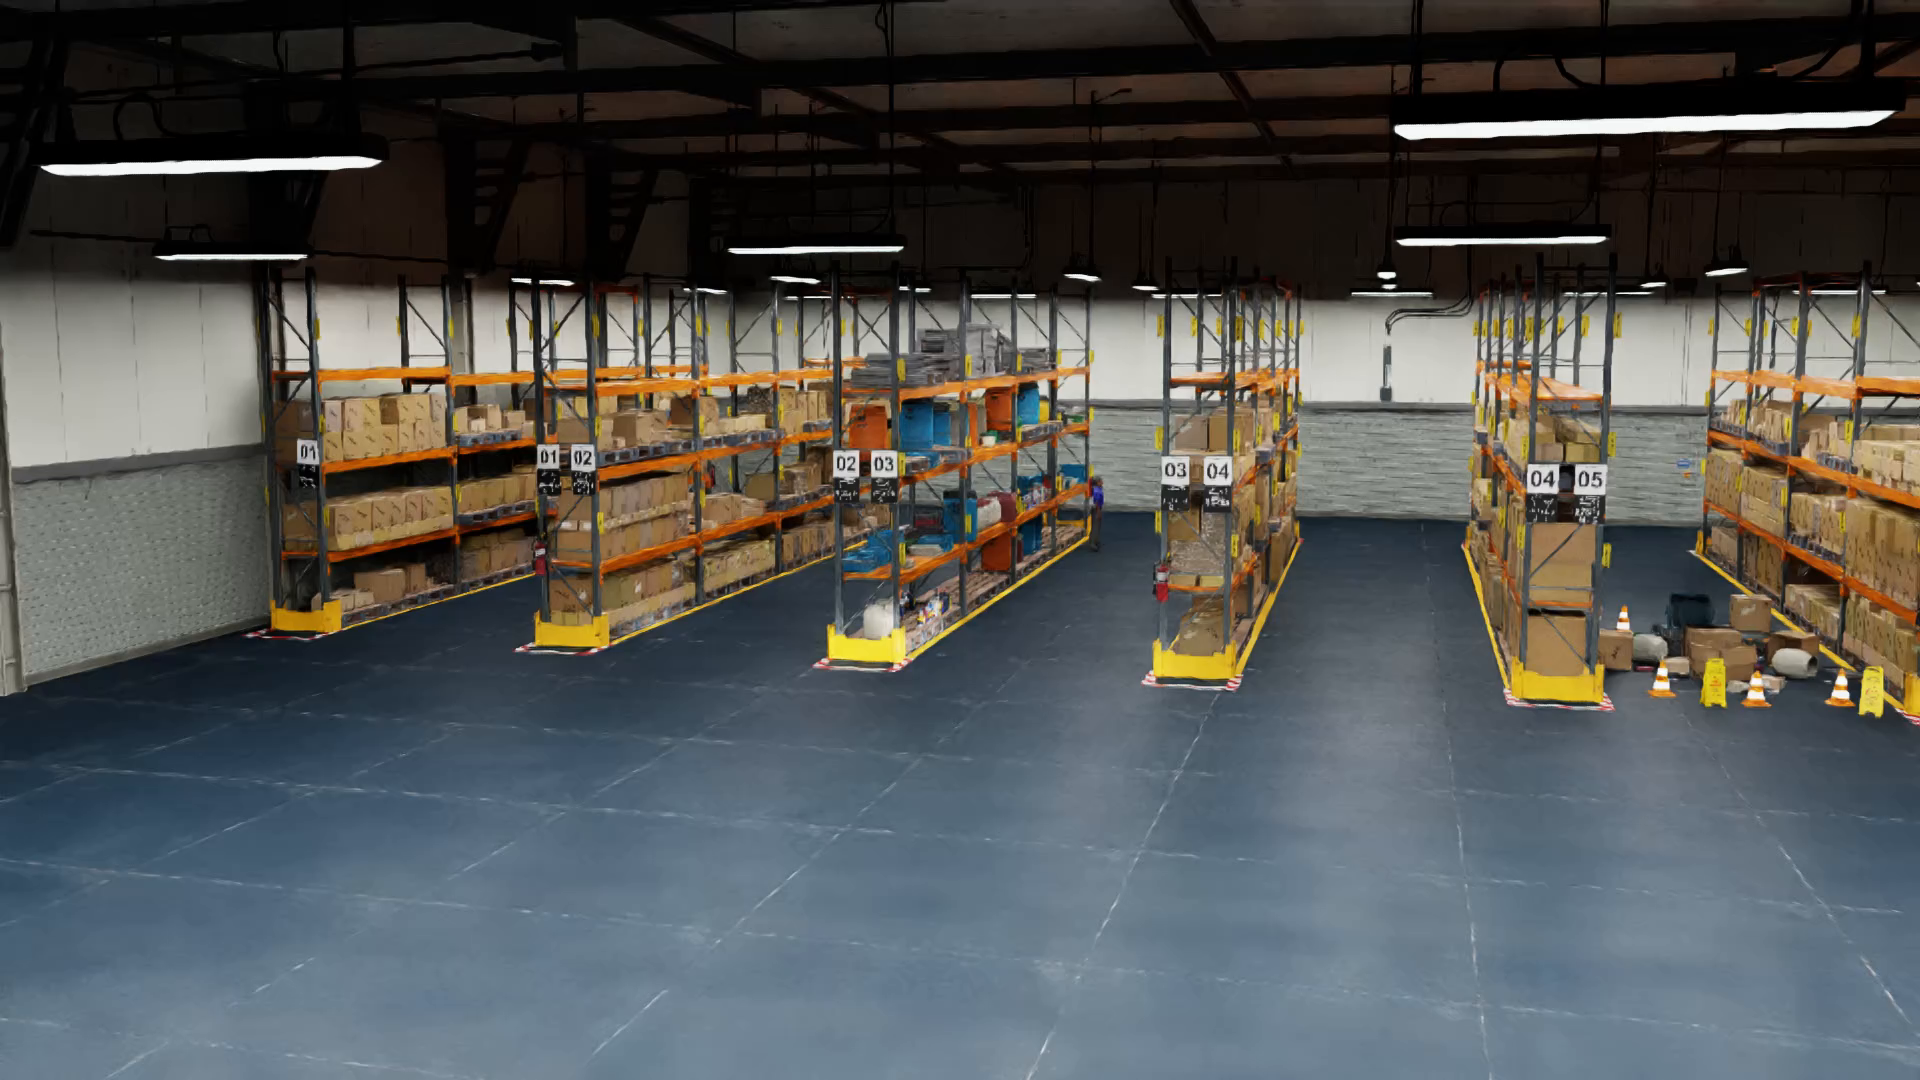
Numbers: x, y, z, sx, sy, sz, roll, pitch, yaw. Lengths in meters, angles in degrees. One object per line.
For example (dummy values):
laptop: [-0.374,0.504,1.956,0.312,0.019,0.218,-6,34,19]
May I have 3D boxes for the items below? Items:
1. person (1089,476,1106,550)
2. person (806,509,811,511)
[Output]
person: [3.127,-0.633,37.837,0.371,1.665,0.605,1,7,8]
person: [-4.413,-1.591,45.818,0.595,1.589,0.457,-5,9,-33]
